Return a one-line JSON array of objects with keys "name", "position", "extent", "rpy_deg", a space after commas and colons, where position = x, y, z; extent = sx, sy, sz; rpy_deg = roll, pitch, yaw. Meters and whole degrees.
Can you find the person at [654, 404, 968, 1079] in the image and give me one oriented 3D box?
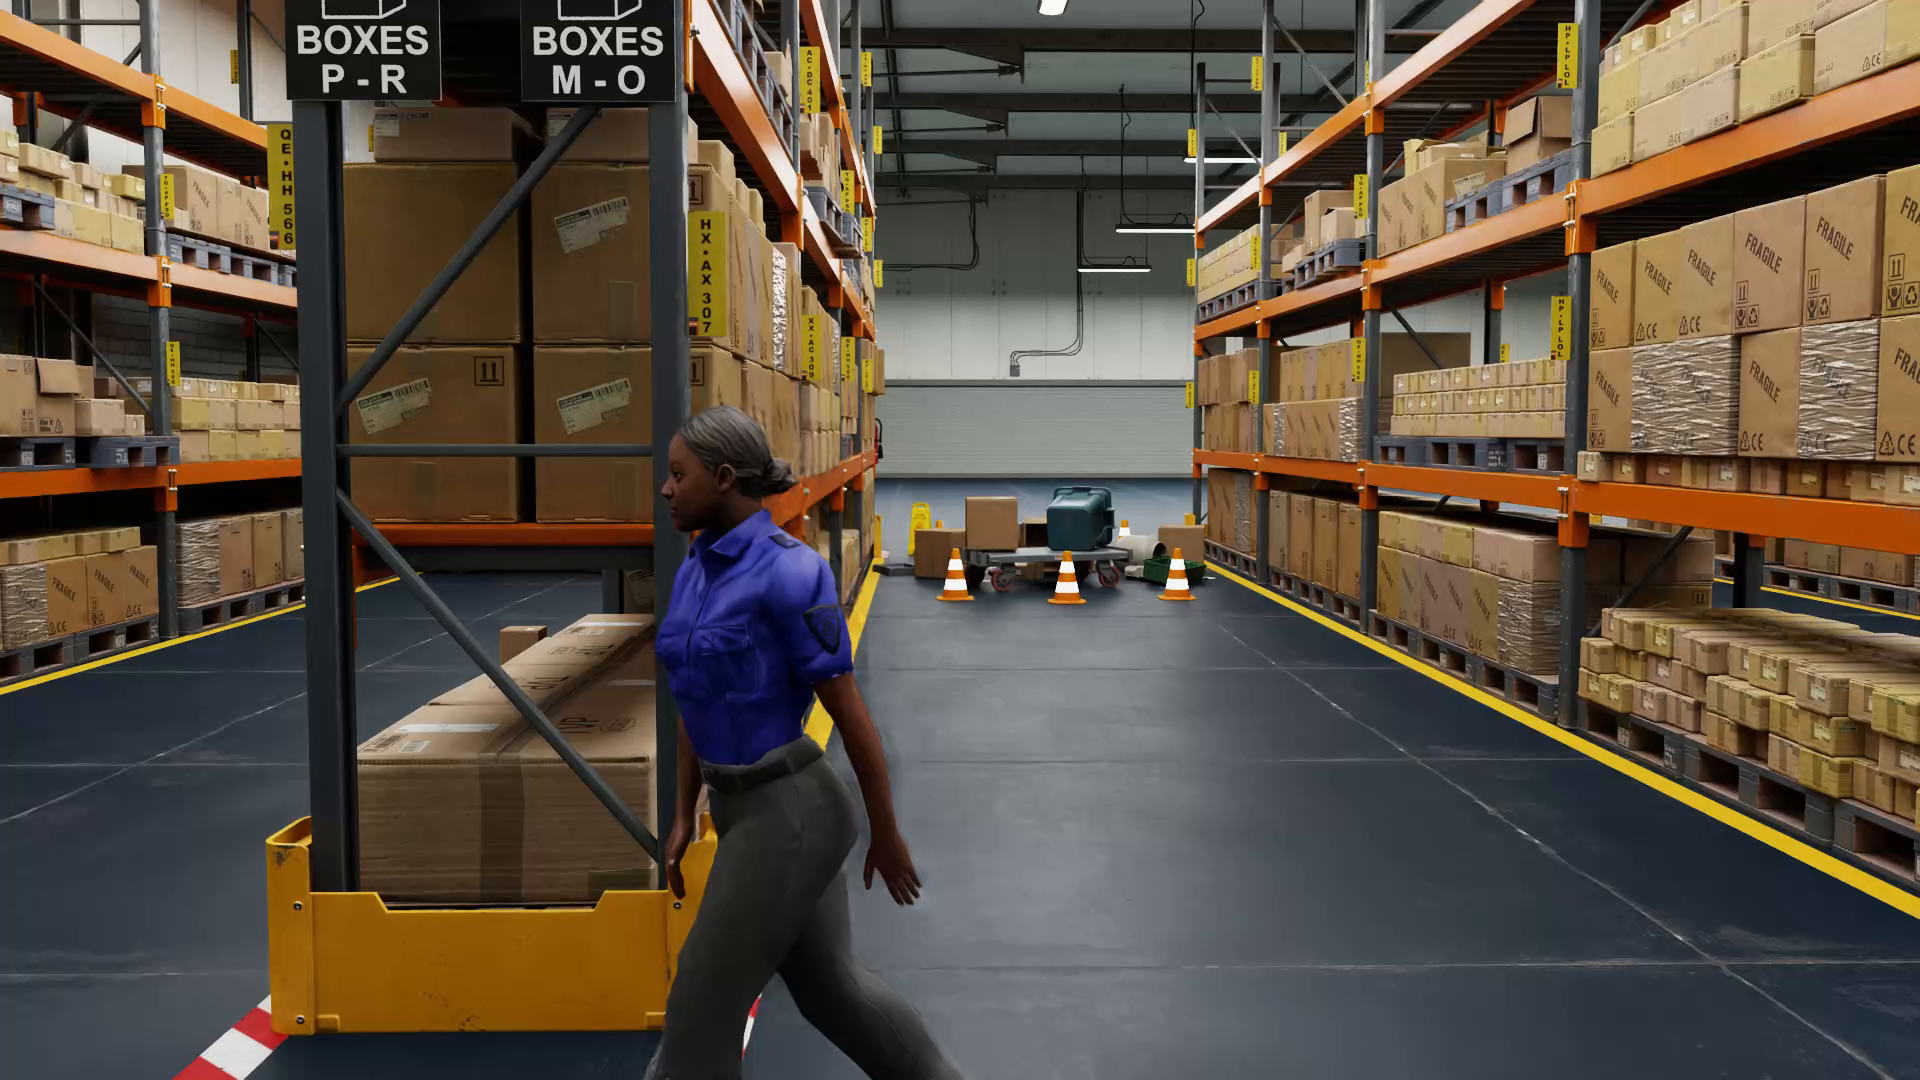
[{"name": "person", "position": [-0.398, 0.536, 3.218], "extent": [1.019, 1.593, 0.492], "rpy_deg": [-2, 4, -31]}]
